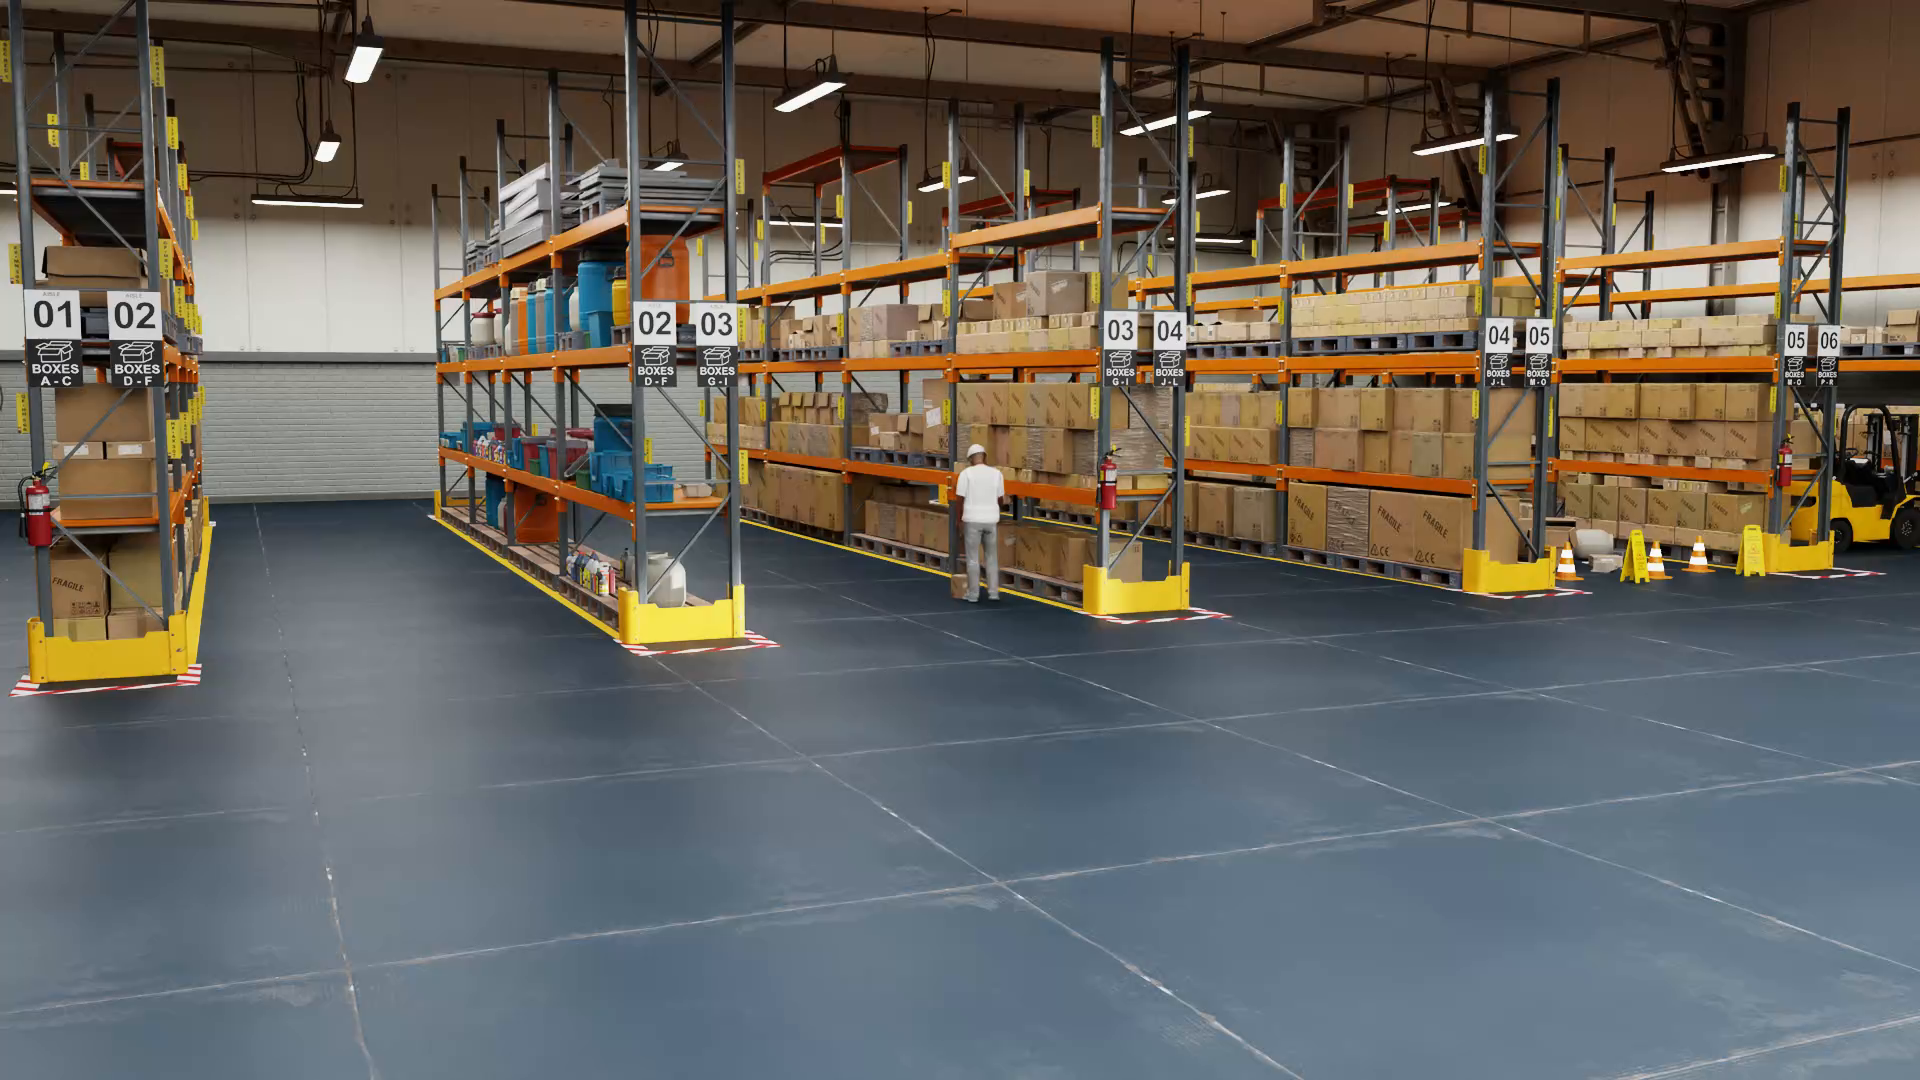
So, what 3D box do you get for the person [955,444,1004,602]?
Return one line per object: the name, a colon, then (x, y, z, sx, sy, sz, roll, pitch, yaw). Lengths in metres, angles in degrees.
person: (0.214, -0.182, 18.661, 0.597, 1.792, 0.511, -2, 6, -21)
